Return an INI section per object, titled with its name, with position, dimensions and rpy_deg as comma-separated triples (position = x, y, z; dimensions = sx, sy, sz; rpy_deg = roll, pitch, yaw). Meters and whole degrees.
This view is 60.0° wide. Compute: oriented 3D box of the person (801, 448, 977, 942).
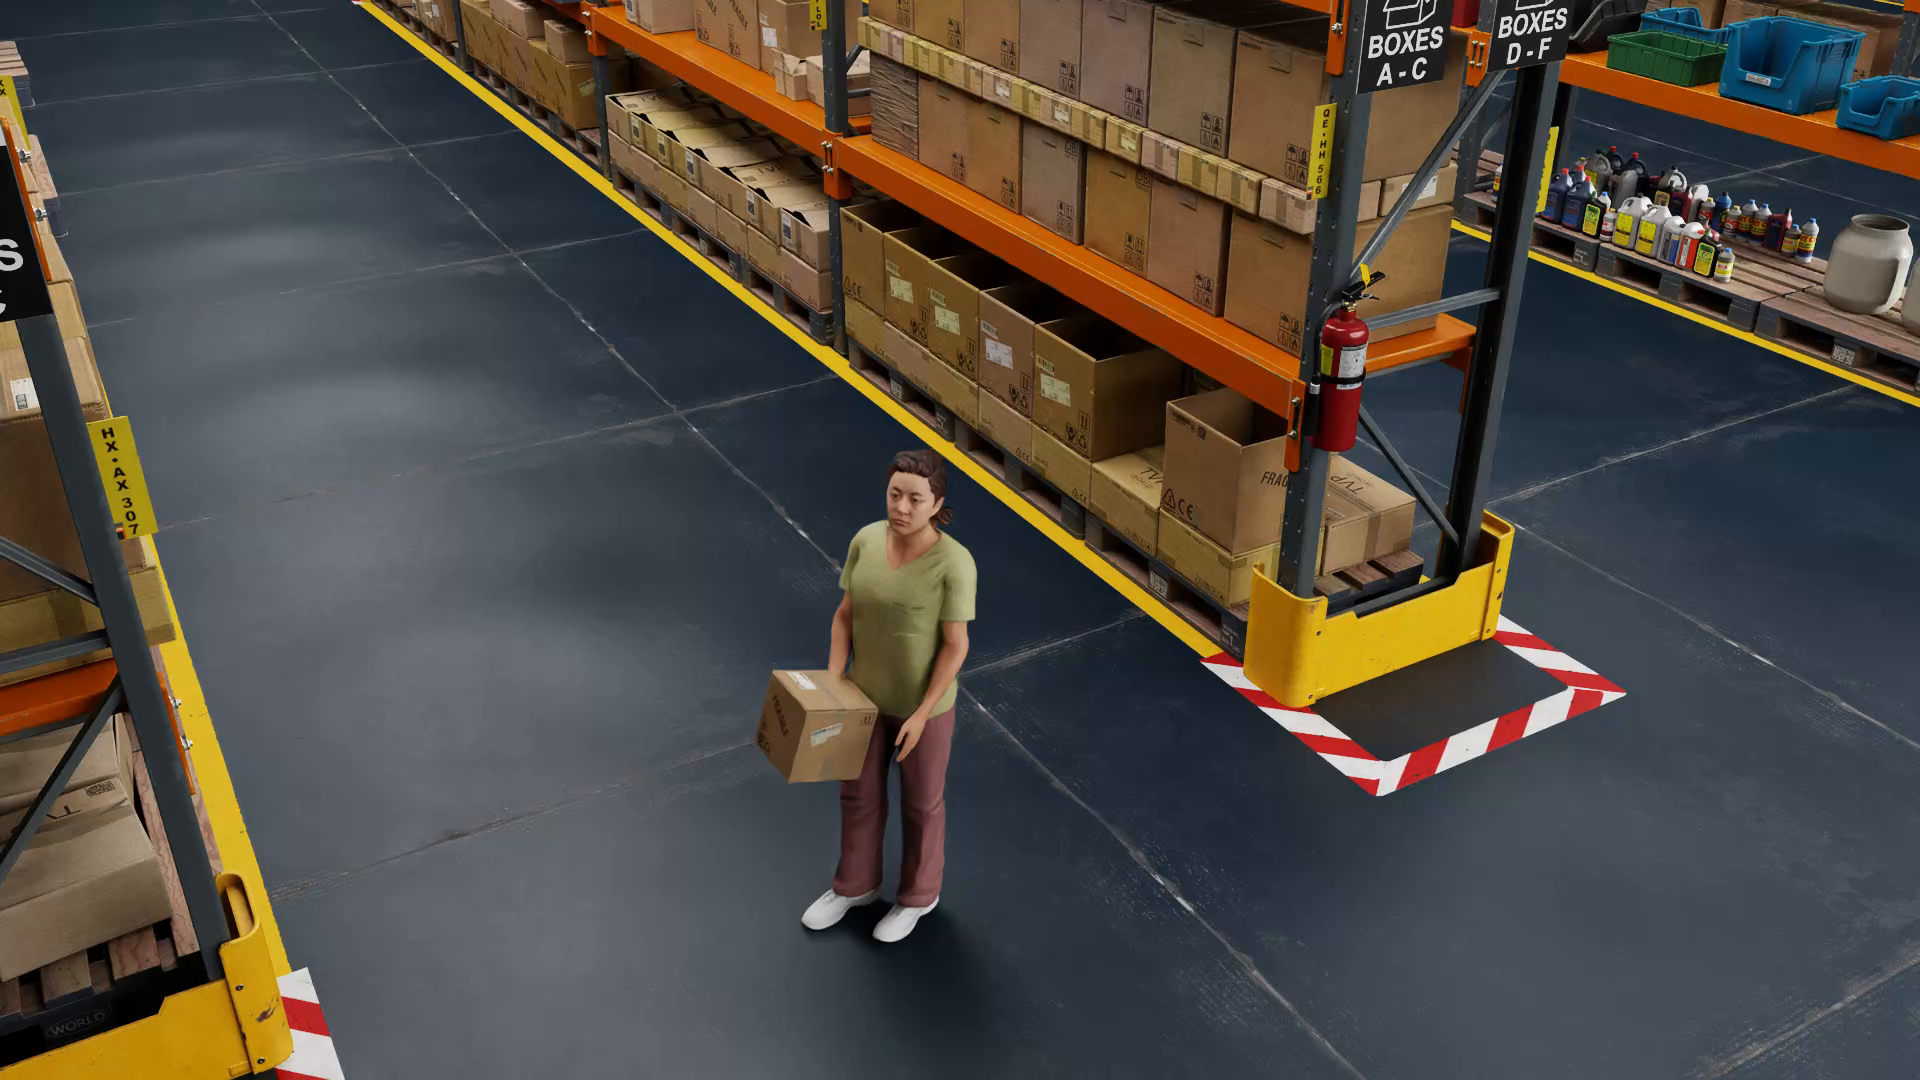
[person]
position = -0.212, 0.508, 5.204
dimensions = 0.510, 1.680, 0.487
rpy_deg = 13, 32, 22
